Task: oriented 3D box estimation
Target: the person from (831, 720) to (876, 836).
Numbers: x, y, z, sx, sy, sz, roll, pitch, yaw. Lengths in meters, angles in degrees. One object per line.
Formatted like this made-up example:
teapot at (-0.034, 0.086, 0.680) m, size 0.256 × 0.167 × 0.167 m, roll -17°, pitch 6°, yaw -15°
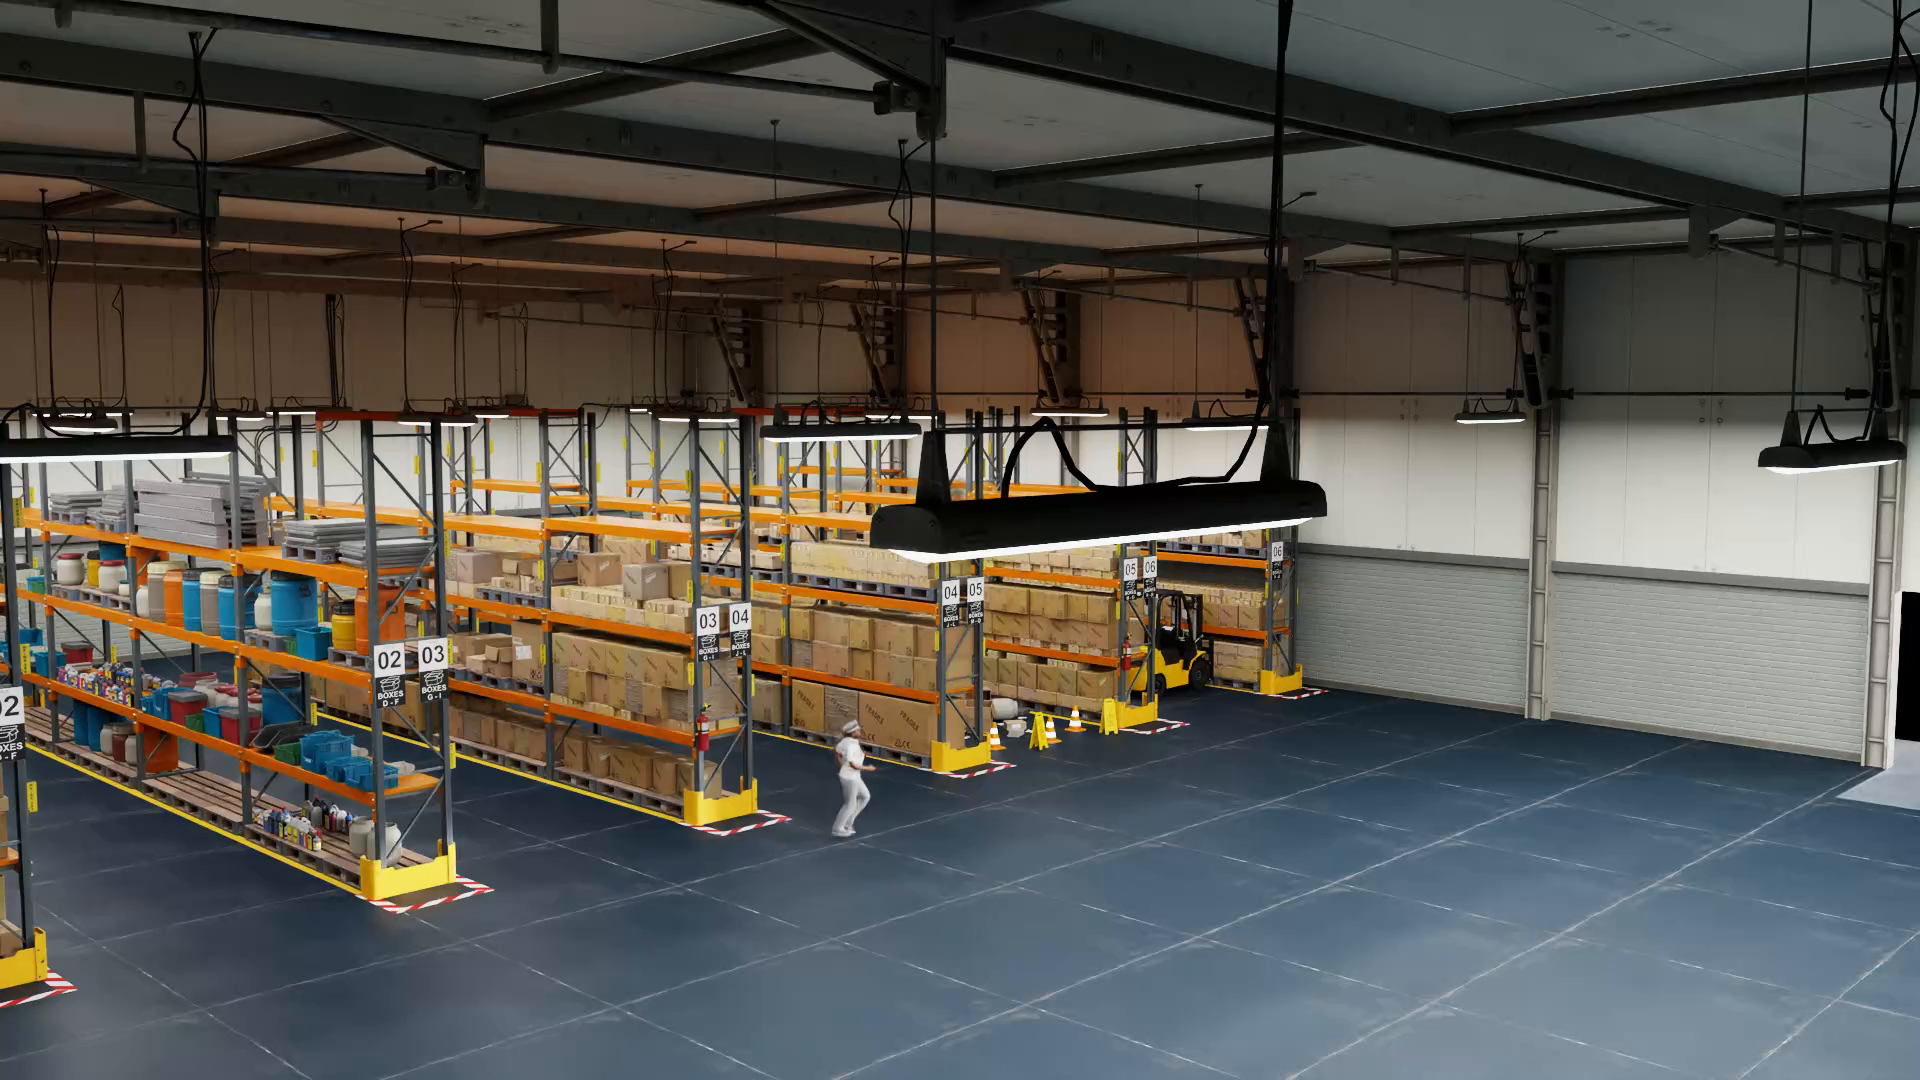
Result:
person at (-1.517, 3.401, 23.715) m, size 0.644 × 1.695 × 0.579 m, roll -1°, pitch 5°, yaw -7°

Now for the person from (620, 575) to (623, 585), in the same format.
person at (-8.922, 1.671, 43.928) m, size 0.554 × 1.546 × 0.552 m, roll -2°, pitch 5°, yaw -18°
